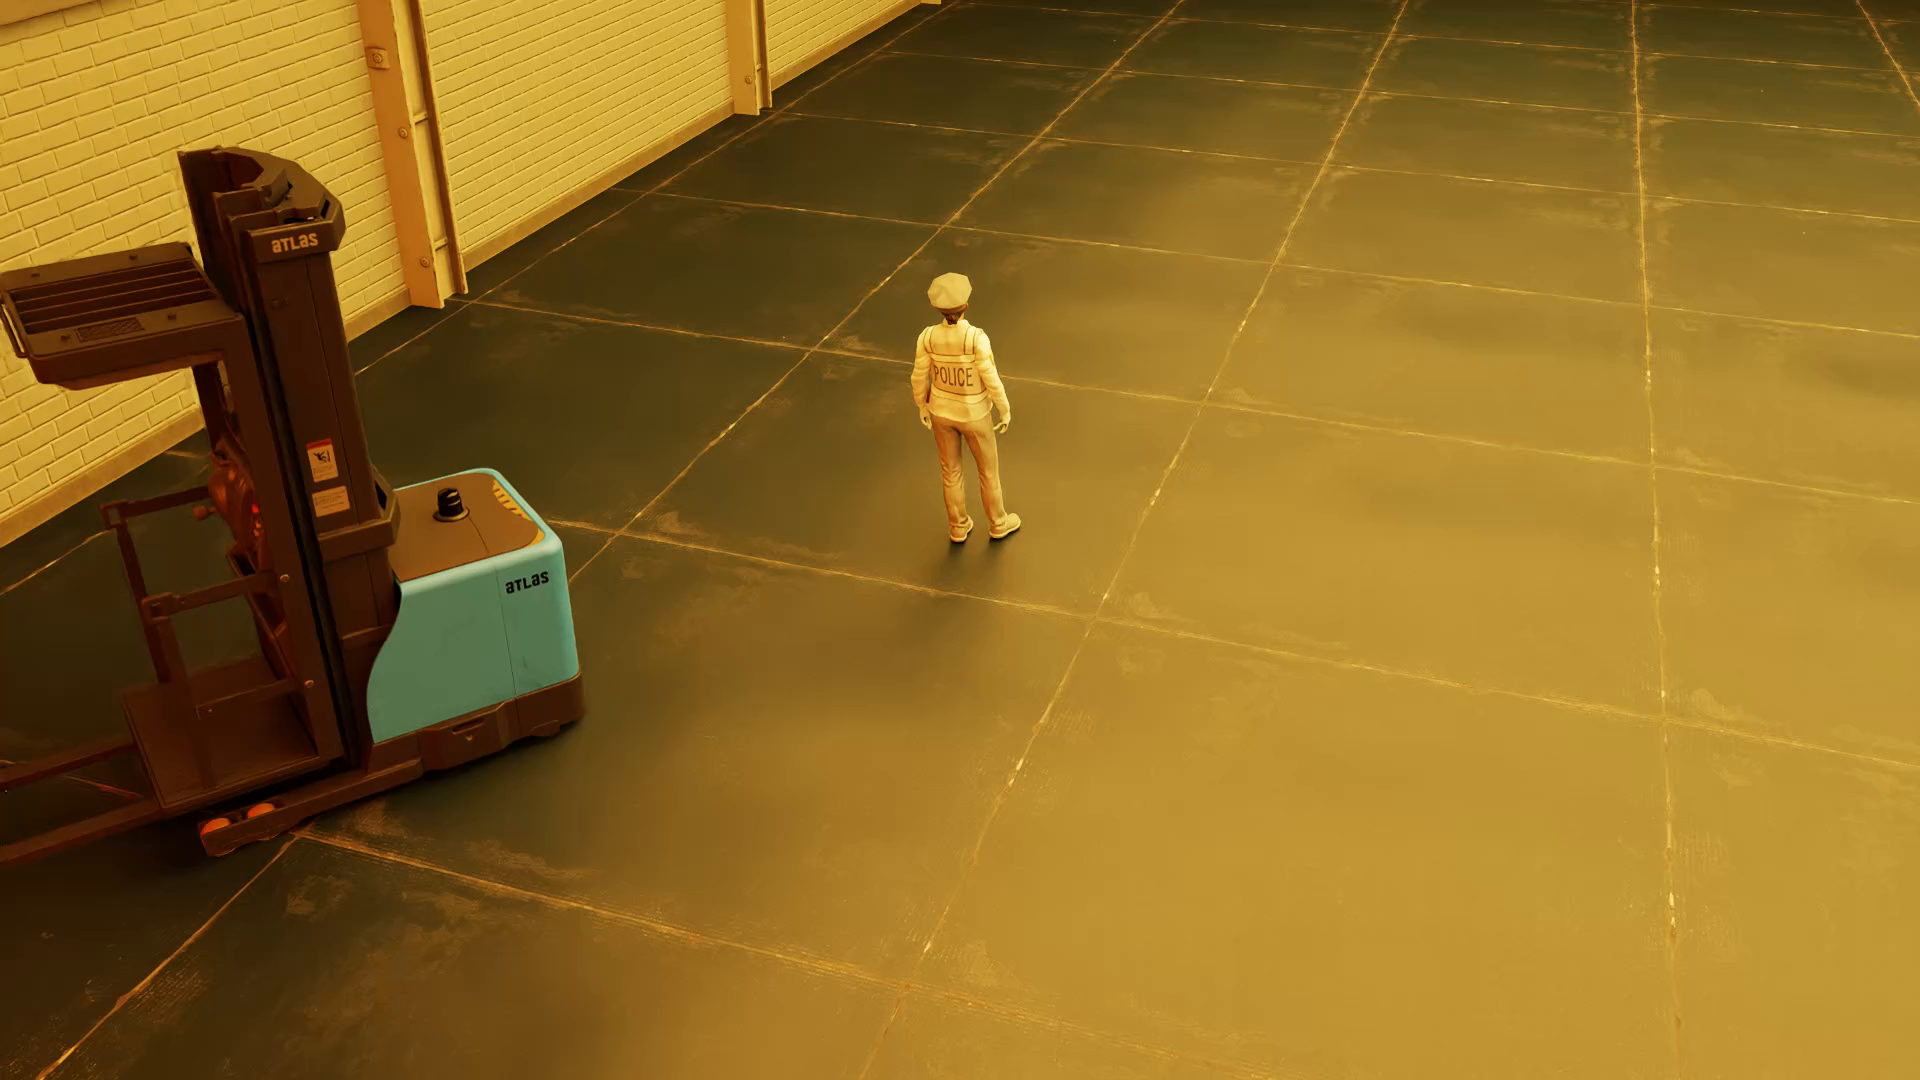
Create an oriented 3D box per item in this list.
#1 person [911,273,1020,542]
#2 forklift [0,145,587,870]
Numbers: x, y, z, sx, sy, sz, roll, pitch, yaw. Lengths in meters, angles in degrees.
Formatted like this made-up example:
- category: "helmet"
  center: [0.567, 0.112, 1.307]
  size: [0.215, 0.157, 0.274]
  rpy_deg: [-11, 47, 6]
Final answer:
- category: "person"
  center: [0.029, -0.773, 9.727]
  size: [0.586, 1.694, 0.532]
  rpy_deg: [10, 31, 16]
- category: "forklift"
  center: [-3.404, -0.135, 7.374]
  size: [3.031, 2.935, 1.130]
  rpy_deg: [-18, 34, -29]
